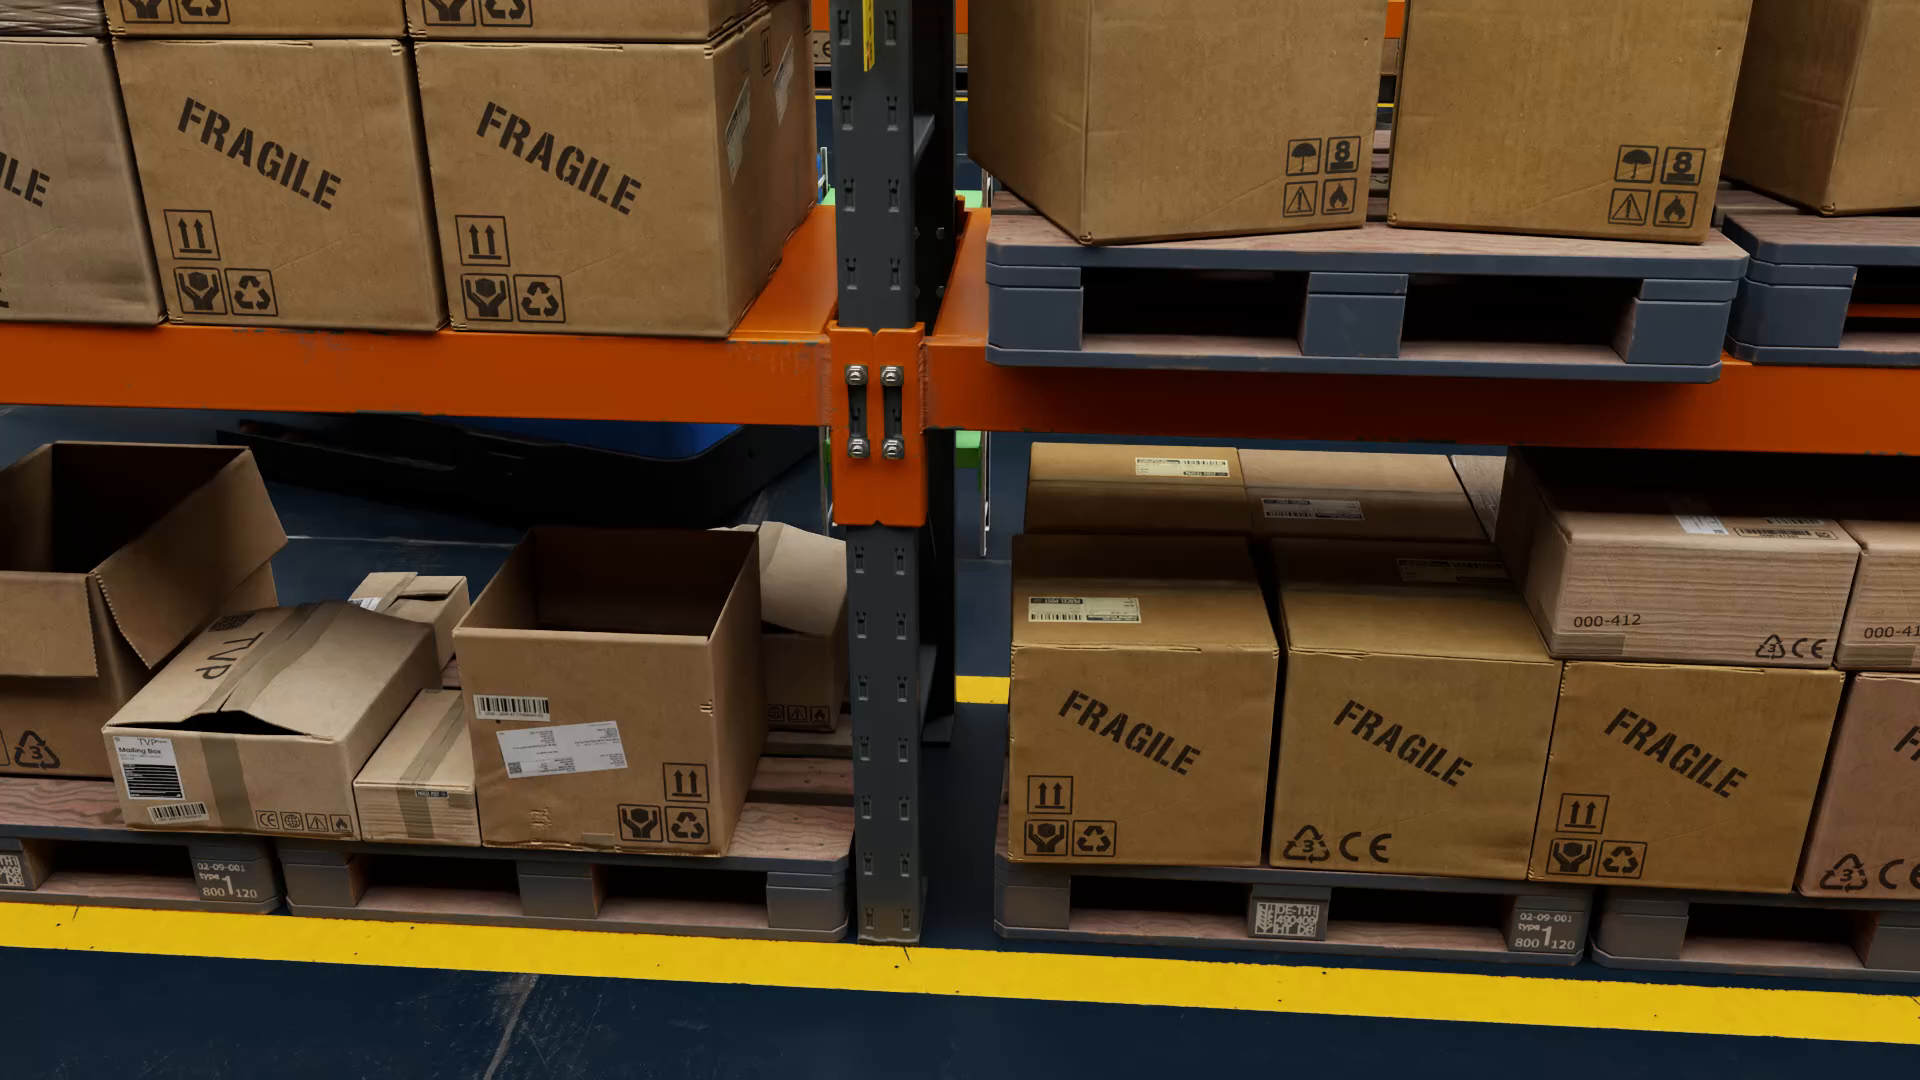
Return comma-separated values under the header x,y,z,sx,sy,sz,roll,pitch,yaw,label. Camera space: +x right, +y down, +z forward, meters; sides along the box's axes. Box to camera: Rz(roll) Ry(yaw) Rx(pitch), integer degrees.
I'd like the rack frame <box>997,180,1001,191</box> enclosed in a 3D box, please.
x,y,z,sx,sy,sz,roll,pitch,yaw,label
0.273,-2.798,7.742,0.127,3.000,1.000,2,25,4,rack frame

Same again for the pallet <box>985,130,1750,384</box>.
x,y,z,sx,sy,sz,roll,pitch,yaw,label
0.678,-0.575,3.142,1.213,0.211,1.003,2,25,4,pallet

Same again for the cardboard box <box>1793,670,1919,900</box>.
x,y,z,sx,sy,sz,roll,pitch,yaw,label
1.888,0.367,3.328,0.500,0.500,0.500,1,25,2,cardboard box

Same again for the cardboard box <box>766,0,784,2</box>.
x,y,z,sx,sy,sz,roll,pitch,yaw,label
-0.558,-1.366,3.314,0.500,0.500,0.500,2,25,5,cardboard box

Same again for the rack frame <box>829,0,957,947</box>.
x,y,z,sx,sy,sz,roll,pitch,yaw,label
-0.110,-0.734,3.256,0.127,3.000,1.000,2,25,4,rack frame

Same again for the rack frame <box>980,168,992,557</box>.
x,y,z,sx,sy,sz,roll,pitch,yaw,label
0.078,-0.543,4.994,0.015,1.200,0.240,2,25,4,rack frame

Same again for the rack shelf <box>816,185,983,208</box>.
x,y,z,sx,sy,sz,roll,pitch,yaw,label
-0.165,-0.928,4.837,0.480,0.148,0.258,2,25,4,rack shelf

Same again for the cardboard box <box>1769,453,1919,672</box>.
x,y,z,sx,sy,sz,roll,pitch,yaw,label
1.851,0.026,3.171,0.500,0.250,0.500,1,25,3,cardboard box

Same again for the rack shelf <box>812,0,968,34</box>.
x,y,z,sx,sy,sz,roll,pitch,yaw,label
-1.721,-2.535,8.032,4.000,0.370,1.077,2,25,4,rack shelf

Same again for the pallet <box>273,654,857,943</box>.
x,y,z,sx,sy,sz,roll,pitch,yaw,label
-0.795,0.511,3.888,1.213,0.211,1.003,2,25,4,pallet

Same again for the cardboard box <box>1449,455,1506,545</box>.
x,y,z,sx,sy,sz,roll,pitch,yaw,label
1.396,0.134,3.835,0.500,0.500,0.500,2,25,5,cardboard box

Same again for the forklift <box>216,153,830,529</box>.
x,y,z,sx,sy,sz,roll,pitch,yaw,label
-2.006,-1.724,5.491,3.031,2.935,1.130,10,27,21,forklift

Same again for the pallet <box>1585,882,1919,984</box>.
x,y,z,sx,sy,sz,roll,pitch,yaw,label
1.924,0.581,3.734,1.213,0.211,1.003,2,25,4,pallet

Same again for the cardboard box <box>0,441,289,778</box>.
x,y,z,sx,sy,sz,roll,pitch,yaw,label
-1.984,0.143,3.812,0.637,0.503,0.797,2,25,4,cardboard box

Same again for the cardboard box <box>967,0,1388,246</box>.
x,y,z,sx,sy,sz,roll,pitch,yaw,label
0.345,-0.861,2.912,0.500,0.500,0.700,-6,25,-14,cardboard box

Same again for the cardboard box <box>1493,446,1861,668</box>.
x,y,z,sx,sy,sz,roll,pitch,yaw,label
1.351,0.010,3.206,0.500,0.250,0.500,2,25,4,cardboard box

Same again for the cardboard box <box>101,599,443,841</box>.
x,y,z,sx,sy,sz,roll,pitch,yaw,label
-1.448,0.364,3.561,0.500,0.311,0.500,2,25,4,cardboard box

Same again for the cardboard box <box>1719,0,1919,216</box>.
x,y,z,sx,sy,sz,roll,pitch,yaw,label
1.656,-0.939,3.080,0.500,0.500,0.700,-4,25,-9,cardboard box

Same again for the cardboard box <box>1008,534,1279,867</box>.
x,y,z,sx,sy,sz,roll,pitch,yaw,label
0.354,0.319,3.432,0.500,0.500,0.500,1,25,2,cardboard box

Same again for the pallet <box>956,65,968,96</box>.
x,y,z,sx,sy,sz,roll,pitch,yaw,label
-0.100,-3.652,12.935,1.213,0.211,1.003,2,25,4,pallet

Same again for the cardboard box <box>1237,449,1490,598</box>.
x,y,z,sx,sy,sz,roll,pitch,yaw,label
0.896,0.118,3.870,0.500,0.500,0.500,2,25,4,cardboard box

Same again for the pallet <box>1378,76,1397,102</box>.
x,y,z,sx,sy,sz,roll,pitch,yaw,label
2.647,-3.564,12.744,1.213,0.211,1.003,2,25,4,pallet

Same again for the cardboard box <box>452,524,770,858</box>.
x,y,z,sx,sy,sz,roll,pitch,yaw,label
-0.700,0.302,3.469,0.500,0.500,0.500,2,25,4,cardboard box

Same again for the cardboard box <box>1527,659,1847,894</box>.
x,y,z,sx,sy,sz,roll,pitch,yaw,label
1.384,0.351,3.364,0.500,0.500,0.500,2,25,5,cardboard box

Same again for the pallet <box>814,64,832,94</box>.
x,y,z,sx,sy,sz,roll,pitch,yaw,label
-1.320,-3.690,13.018,1.213,0.211,1.003,2,25,4,pallet

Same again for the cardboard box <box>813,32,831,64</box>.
x,y,z,sx,sy,sz,roll,pitch,yaw,label
-0.897,-4.171,12.766,0.875,0.875,0.875,2,25,4,cardboard box

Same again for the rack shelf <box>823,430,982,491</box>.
x,y,z,sx,sy,sz,roll,pitch,yaw,label
-0.165,-0.274,5.138,0.480,0.148,0.258,2,25,4,rack shelf

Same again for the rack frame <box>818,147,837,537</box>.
x,y,z,sx,sy,sz,roll,pitch,yaw,label
-0.408,-0.558,5.028,0.015,1.200,0.240,2,25,4,rack frame

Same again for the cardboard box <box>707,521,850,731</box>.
x,y,z,sx,sy,sz,roll,pitch,yaw,label
-0.512,0.184,3.951,0.500,0.311,0.500,2,25,4,cardboard box

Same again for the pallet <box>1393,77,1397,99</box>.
x,y,z,sx,sy,sz,roll,pitch,yaw,label
3.860,-3.524,12.656,1.213,0.211,1.003,2,25,4,pallet

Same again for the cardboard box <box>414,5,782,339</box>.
x,y,z,sx,sy,sz,roll,pitch,yaw,label
-0.628,-0.688,3.037,0.500,0.500,0.500,2,25,5,cardboard box

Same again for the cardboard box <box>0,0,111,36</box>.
x,y,z,sx,sy,sz,roll,pitch,yaw,label
-1.647,-1.173,2.895,0.500,0.500,0.500,2,25,4,cardboard box

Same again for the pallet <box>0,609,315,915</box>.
x,y,z,sx,sy,sz,roll,pitch,yaw,label
-2.014,0.473,3.970,1.213,0.211,1.003,2,25,4,pallet

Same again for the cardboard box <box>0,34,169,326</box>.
x,y,z,sx,sy,sz,roll,pitch,yaw,label
-1.655,-0.720,3.106,0.500,0.500,0.500,2,25,5,cardboard box

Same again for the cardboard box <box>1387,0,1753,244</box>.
x,y,z,sx,sy,sz,roll,pitch,yaw,label
1.036,-0.866,2.921,0.500,0.500,0.700,6,25,12,cardboard box

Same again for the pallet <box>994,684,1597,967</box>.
x,y,z,sx,sy,sz,roll,pitch,yaw,label
0.704,0.543,3.817,1.213,0.211,1.003,2,25,4,pallet

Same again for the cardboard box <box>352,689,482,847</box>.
x,y,z,sx,sy,sz,roll,pitch,yaw,label
-1.078,0.475,3.514,0.250,0.149,0.380,2,25,4,cardboard box

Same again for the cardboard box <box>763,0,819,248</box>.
x,y,z,sx,sy,sz,roll,pitch,yaw,label
-0.597,-0.909,3.517,0.500,0.500,0.500,2,25,5,cardboard box

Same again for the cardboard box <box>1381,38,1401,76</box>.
x,y,z,sx,sy,sz,roll,pitch,yaw,label
3.066,-4.022,12.443,0.875,0.875,1.225,2,25,4,cardboard box

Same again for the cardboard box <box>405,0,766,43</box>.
x,y,z,sx,sy,sz,roll,pitch,yaw,label
-0.634,-1.142,2.827,0.500,0.500,0.500,2,25,4,cardboard box

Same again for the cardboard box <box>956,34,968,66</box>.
x,y,z,sx,sy,sz,roll,pitch,yaw,label
0.000,-4.142,12.703,0.875,0.875,0.875,2,25,4,cardboard box

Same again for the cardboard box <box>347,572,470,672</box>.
x,y,z,sx,sy,sz,roll,pitch,yaw,label
-1.375,0.227,4.032,0.250,0.166,0.380,2,25,4,cardboard box

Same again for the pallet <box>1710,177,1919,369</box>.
x,y,z,sx,sy,sz,roll,pitch,yaw,label
1.939,-0.579,3.149,1.213,0.211,1.003,2,25,4,pallet

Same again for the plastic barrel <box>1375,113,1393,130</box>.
x,y,z,sx,sy,sz,roll,pitch,yaw,label
2.076,-1.756,7.952,0.421,0.512,0.421,0,25,0,plastic barrel

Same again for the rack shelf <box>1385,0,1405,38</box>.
x,y,z,sx,sy,sz,roll,pitch,yaw,label
2.267,-2.407,7.754,4.000,0.370,1.077,2,25,4,rack shelf

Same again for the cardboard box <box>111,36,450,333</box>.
x,y,z,sx,sy,sz,roll,pitch,yaw,label
-1.142,-0.704,3.072,0.500,0.500,0.500,3,25,5,cardboard box

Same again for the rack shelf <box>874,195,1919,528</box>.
x,y,z,sx,sy,sz,roll,pitch,yaw,label
1.884,-0.343,3.267,4.000,0.370,1.077,2,25,4,rack shelf

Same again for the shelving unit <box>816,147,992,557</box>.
x,y,z,sx,sy,sz,roll,pitch,yaw,label
-0.165,-0.550,5.011,0.503,1.200,0.258,2,25,4,shelving unit

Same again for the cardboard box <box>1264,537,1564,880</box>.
x,y,z,sx,sy,sz,roll,pitch,yaw,label
0.886,0.332,3.405,0.500,0.500,0.500,2,25,5,cardboard box

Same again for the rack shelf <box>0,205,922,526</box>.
x,y,z,sx,sy,sz,roll,pitch,yaw,label
-2.104,-0.471,3.545,4.000,0.370,1.077,2,25,4,rack shelf

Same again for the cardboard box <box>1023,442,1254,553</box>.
x,y,z,sx,sy,sz,roll,pitch,yaw,label
0.404,0.098,3.912,0.500,0.500,0.500,2,25,4,cardboard box

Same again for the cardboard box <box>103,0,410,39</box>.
x,y,z,sx,sy,sz,roll,pitch,yaw,label
-1.145,-1.157,2.860,0.500,0.500,0.500,1,25,3,cardboard box

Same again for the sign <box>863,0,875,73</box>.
x,y,z,sx,sy,sz,roll,pitch,yaw,label
-0.144,-0.900,2.583,0.005,0.325,0.100,2,25,4,sign
